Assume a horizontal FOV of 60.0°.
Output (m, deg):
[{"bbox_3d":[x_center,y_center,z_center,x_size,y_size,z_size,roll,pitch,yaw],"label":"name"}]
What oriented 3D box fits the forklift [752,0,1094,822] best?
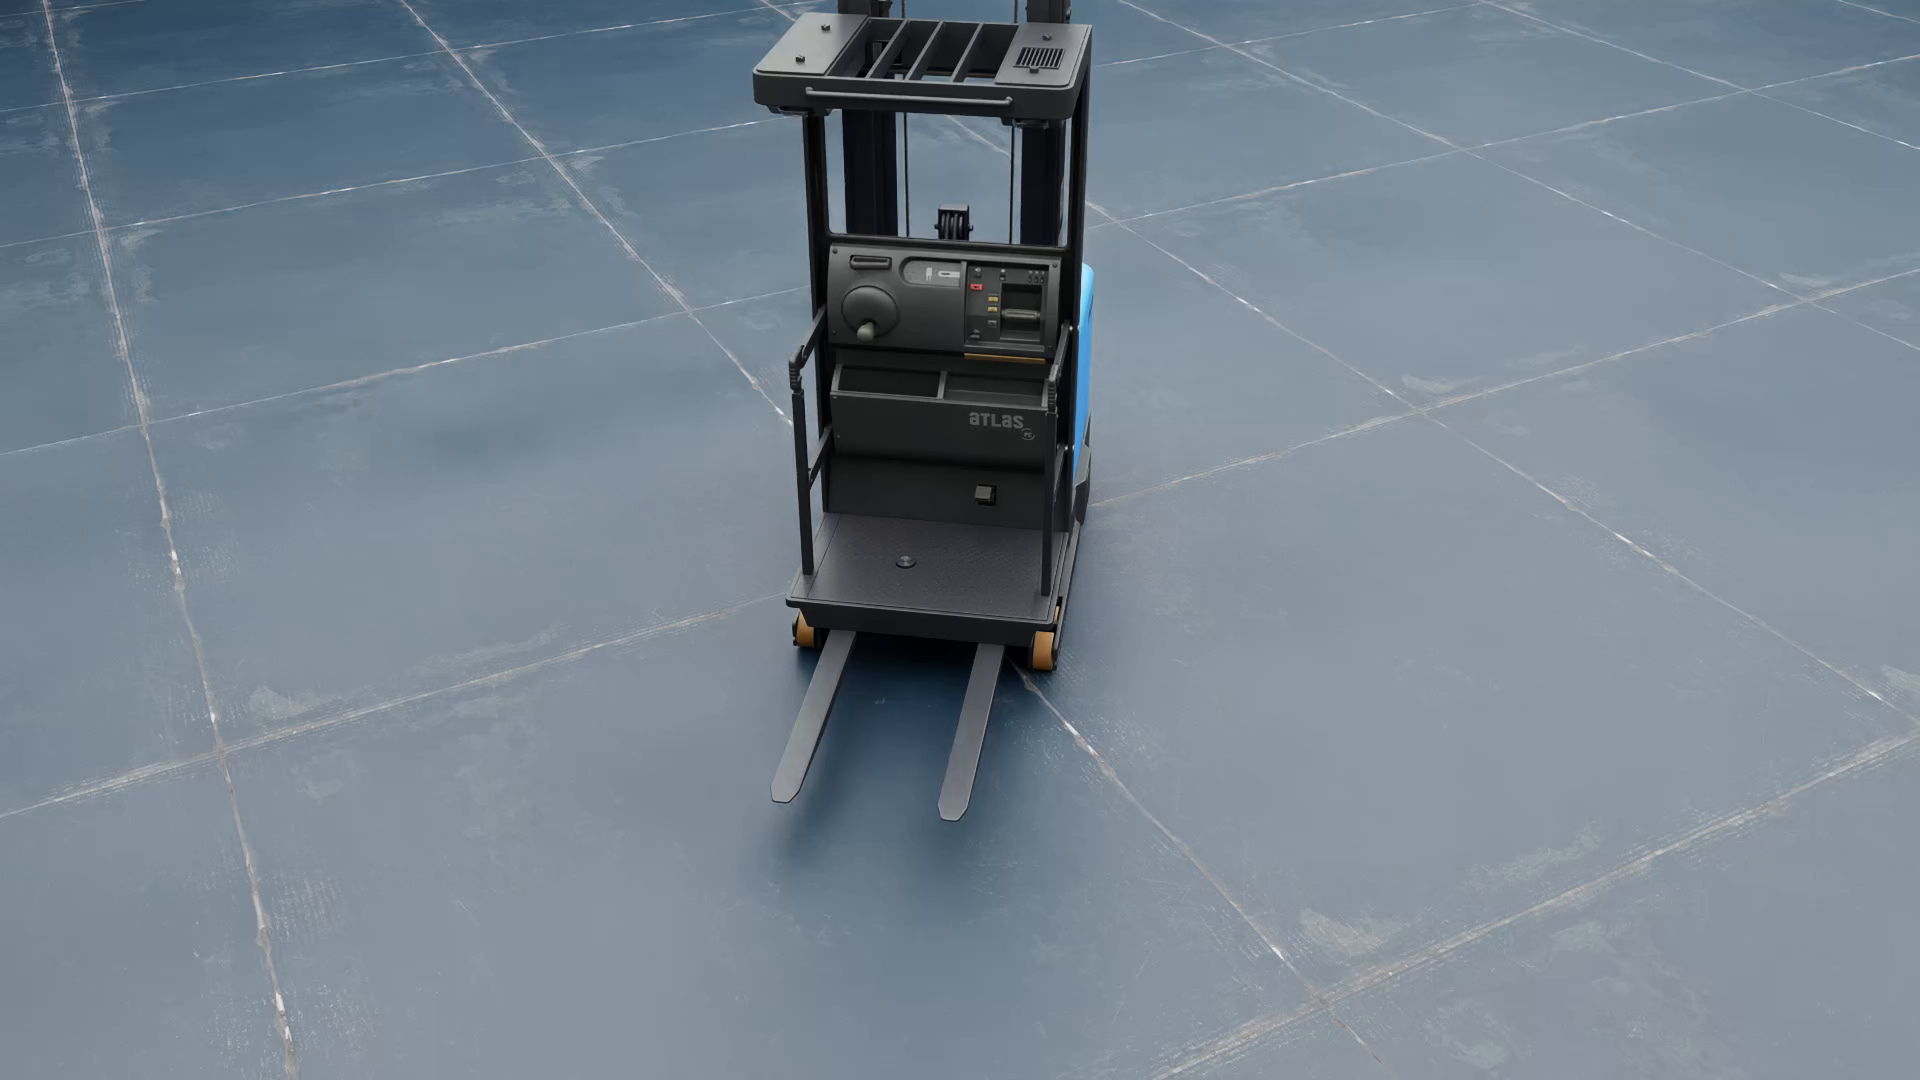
[{"bbox_3d":[-0.099,-0.900,6.438,1.130,2.935,3.031,5,33,8],"label":"forklift"}]
